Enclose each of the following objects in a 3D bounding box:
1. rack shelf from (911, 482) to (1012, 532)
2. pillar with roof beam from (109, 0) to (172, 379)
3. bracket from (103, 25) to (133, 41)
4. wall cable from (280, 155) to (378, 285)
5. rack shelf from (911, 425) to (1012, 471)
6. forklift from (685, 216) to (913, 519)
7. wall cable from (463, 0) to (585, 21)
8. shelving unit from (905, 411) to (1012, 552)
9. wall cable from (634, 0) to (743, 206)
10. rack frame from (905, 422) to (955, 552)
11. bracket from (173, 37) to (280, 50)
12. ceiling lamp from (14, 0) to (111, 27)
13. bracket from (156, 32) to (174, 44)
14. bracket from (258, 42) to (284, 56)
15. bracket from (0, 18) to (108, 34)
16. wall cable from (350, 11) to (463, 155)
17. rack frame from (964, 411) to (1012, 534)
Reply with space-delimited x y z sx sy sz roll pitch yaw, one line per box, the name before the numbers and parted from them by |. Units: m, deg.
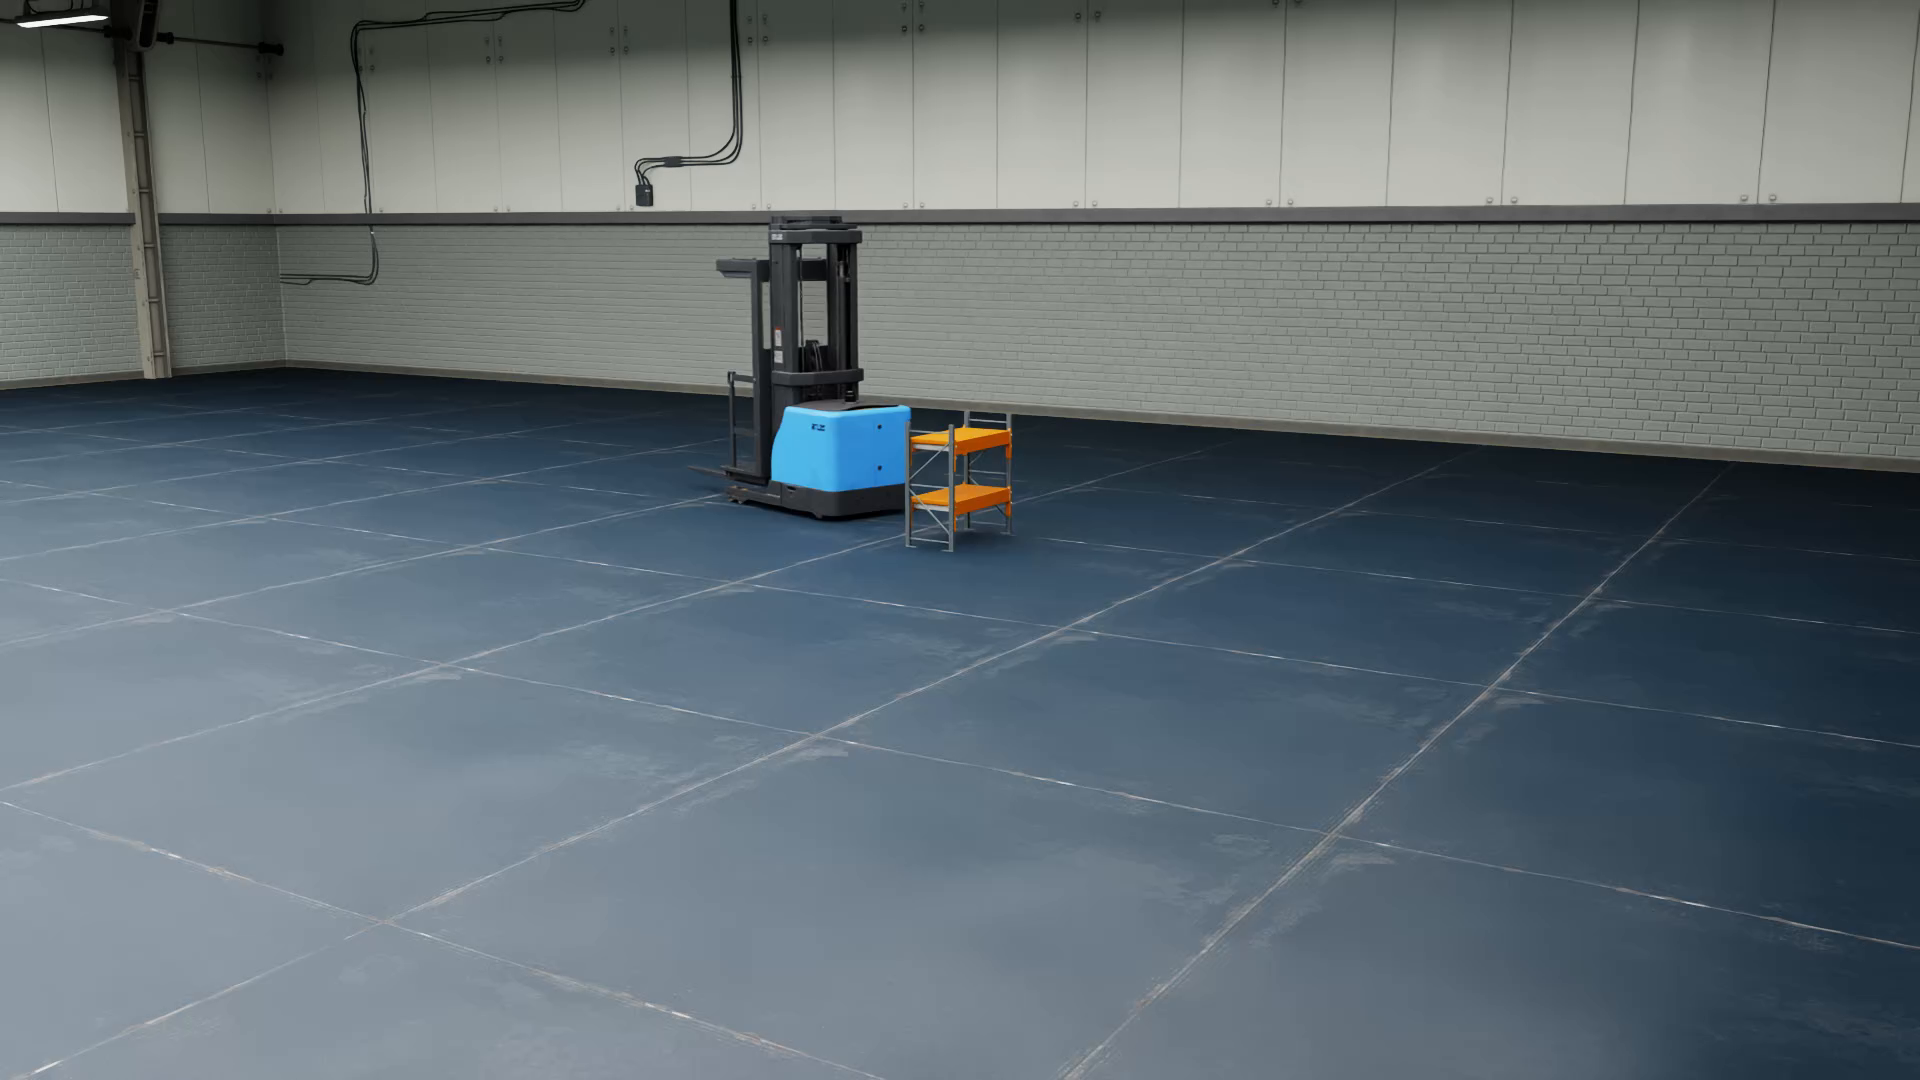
rack shelf | -0.003 -0.312 15.186 0.538 0.278 1.000 6 12 31
pillar with roof beam | -11.690 -7.121 28.832 9.100 9.000 0.548 6 12 31
bracket | -15.281 -9.202 30.168 0.235 0.232 0.430 6 12 31
wall cable | -12.709 -6.343 33.114 3.097 2.526 0.112 6 12 31
rack shelf | -0.003 -0.840 15.087 0.538 0.278 1.000 6 12 31
forklift | -1.808 -1.865 17.247 1.130 2.935 3.031 -9 14 -40
wall cable | -7.752 -10.507 29.271 3.097 2.526 0.112 6 12 31
shelving unit | -0.003 -0.552 15.141 0.538 1.125 1.048 6 12 31
wall cable | -4.604 -8.631 27.658 2.305 6.003 0.169 6 12 31
rack frame | -0.267 -0.472 14.714 0.500 1.125 0.032 6 12 31
bracket | -13.926 -9.613 32.360 0.076 0.066 3.189 6 12 31
ceiling lamp | -13.316 -9.340 24.822 2.000 3.185 0.800 6 12 31
bracket | -14.850 -9.333 30.865 0.235 0.232 0.430 6 12 31
bracket | -13.620 -9.705 32.856 0.235 0.232 0.430 6 12 31
bracket | -16.619 -8.797 28.003 0.076 0.066 4.783 6 12 31
wall cable | -10.397 -8.567 31.269 3.097 2.526 0.112 6 12 31
rack frame | 0.260 -0.632 15.568 0.500 1.125 0.032 6 12 31
